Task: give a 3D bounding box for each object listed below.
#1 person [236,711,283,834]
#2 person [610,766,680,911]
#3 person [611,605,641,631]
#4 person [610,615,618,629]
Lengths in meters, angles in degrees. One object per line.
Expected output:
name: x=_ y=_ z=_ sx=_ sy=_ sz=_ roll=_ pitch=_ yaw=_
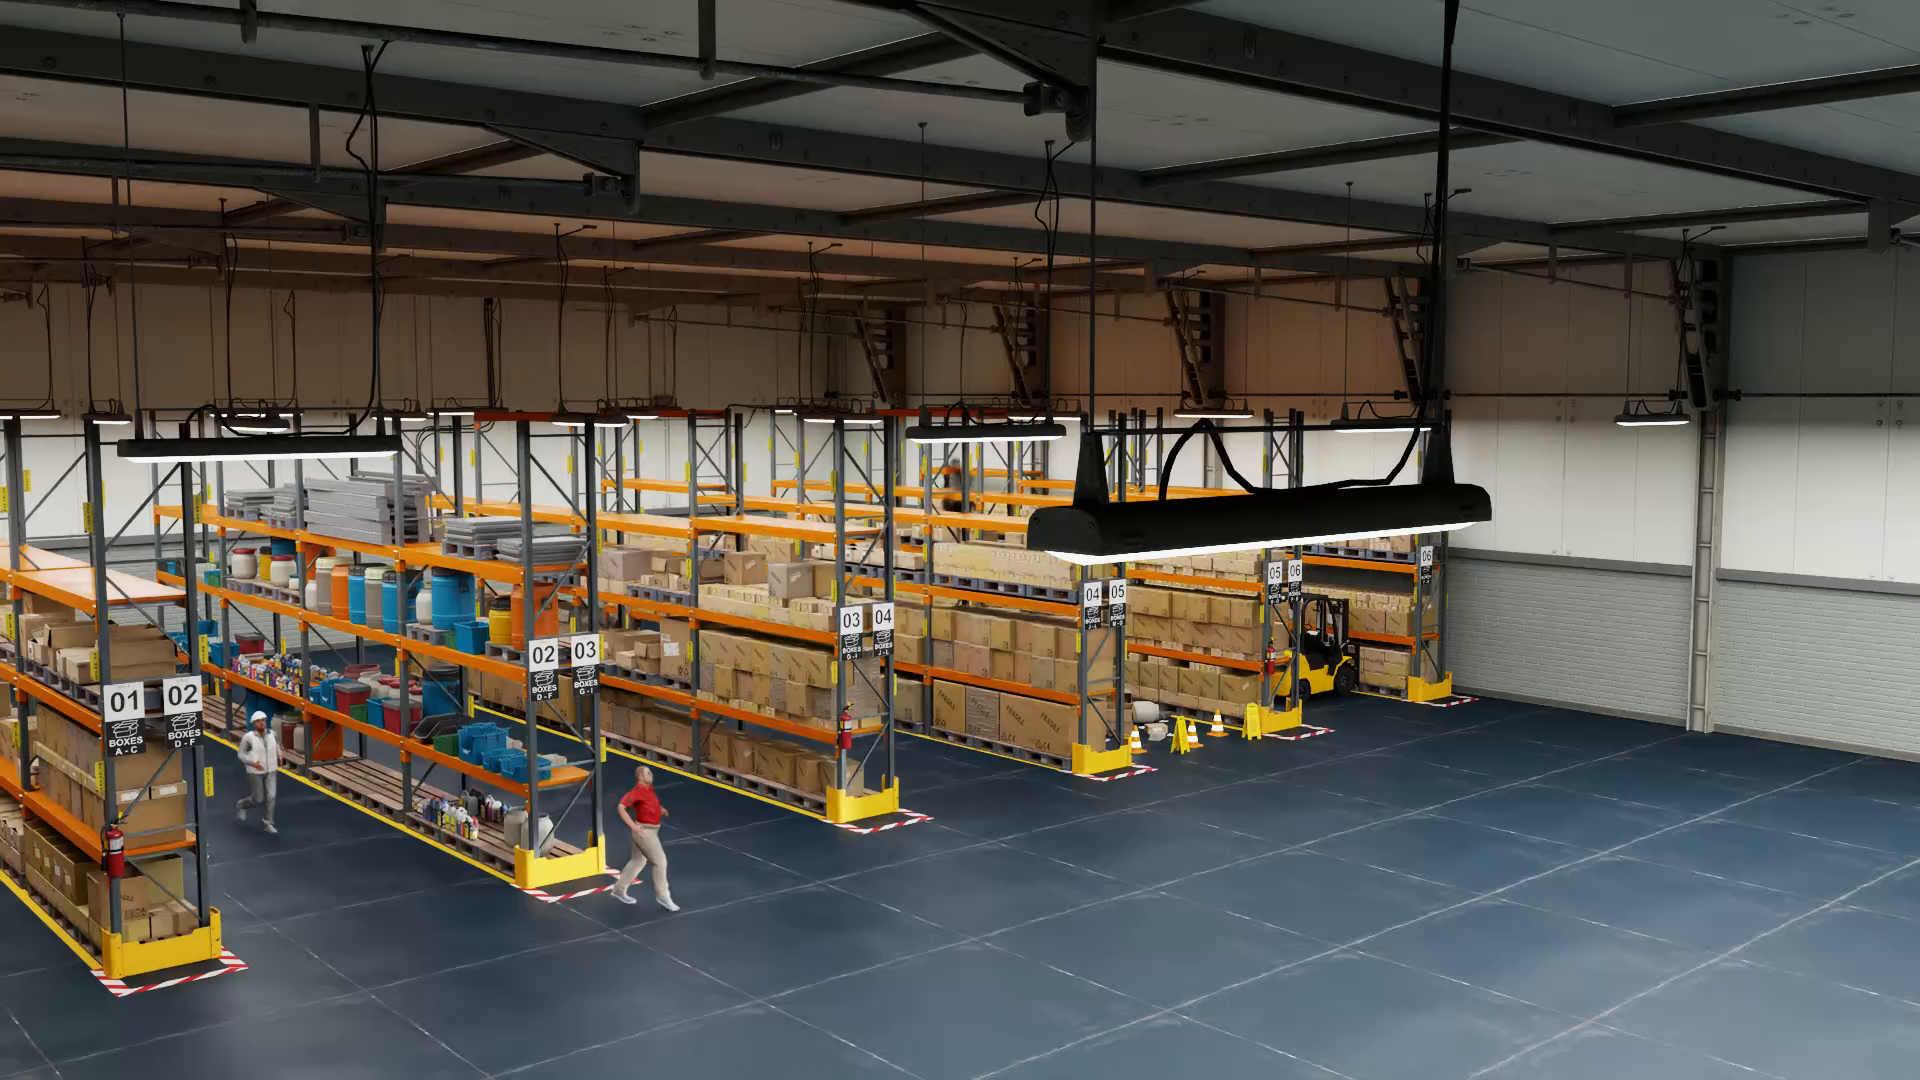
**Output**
person: x=-10.161 y=3.350 z=24.150 sx=0.810 sy=1.768 sz=0.669 roll=4 pitch=7 yaw=41
person: x=-3.903 y=3.675 z=20.545 sx=0.841 sy=1.786 sz=0.685 roll=-1 pitch=5 yaw=-10
person: x=-7.292 y=2.284 z=36.411 sx=0.724 sy=1.740 sz=0.796 roll=-3 pitch=6 yaw=-34
person: x=-8.464 y=1.877 z=41.277 sx=0.791 sy=1.684 sz=0.648 roll=0 pitch=5 yaw=0
